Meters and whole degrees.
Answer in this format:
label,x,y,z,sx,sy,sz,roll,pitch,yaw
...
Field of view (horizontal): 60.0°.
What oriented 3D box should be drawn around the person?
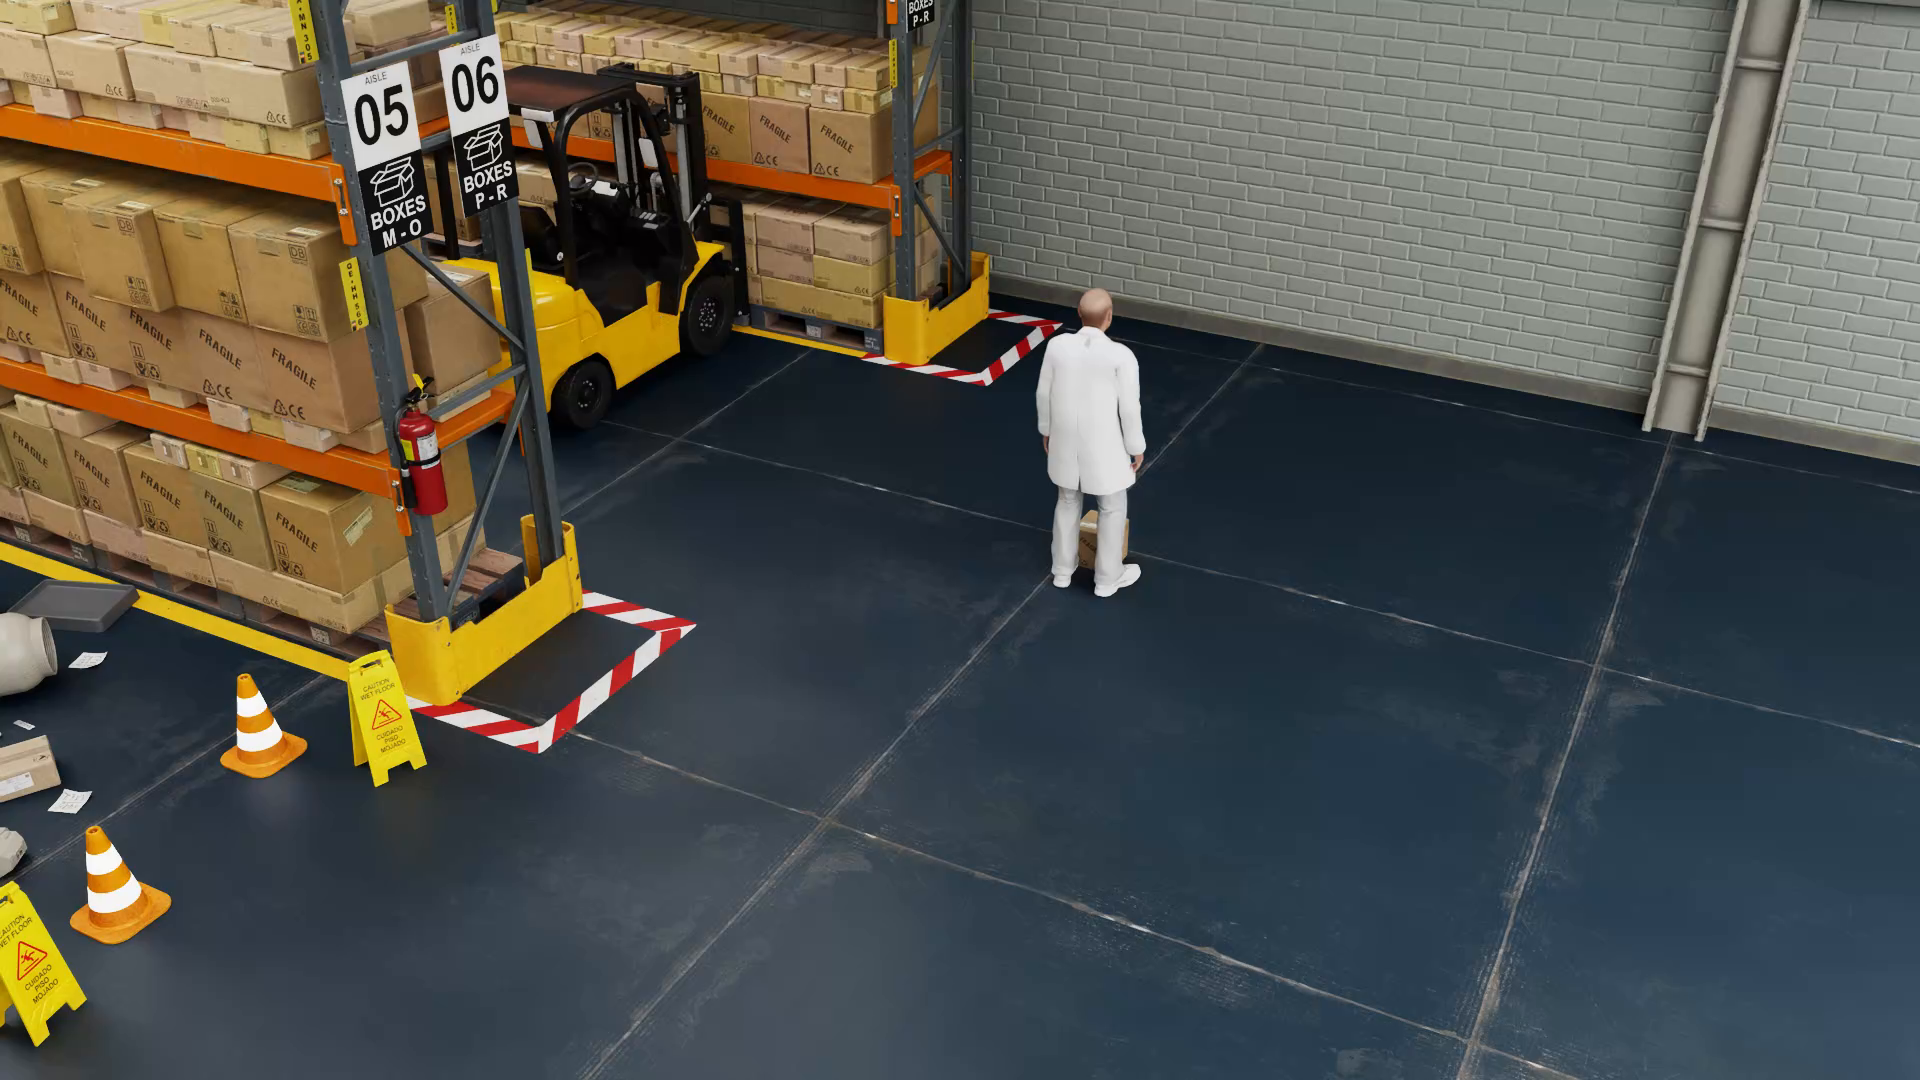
label,x,y,z,sx,sy,sz,roll,pitch,yaw
person,0.726,-0.542,9.264,0.642,1.775,0.422,14,33,24
